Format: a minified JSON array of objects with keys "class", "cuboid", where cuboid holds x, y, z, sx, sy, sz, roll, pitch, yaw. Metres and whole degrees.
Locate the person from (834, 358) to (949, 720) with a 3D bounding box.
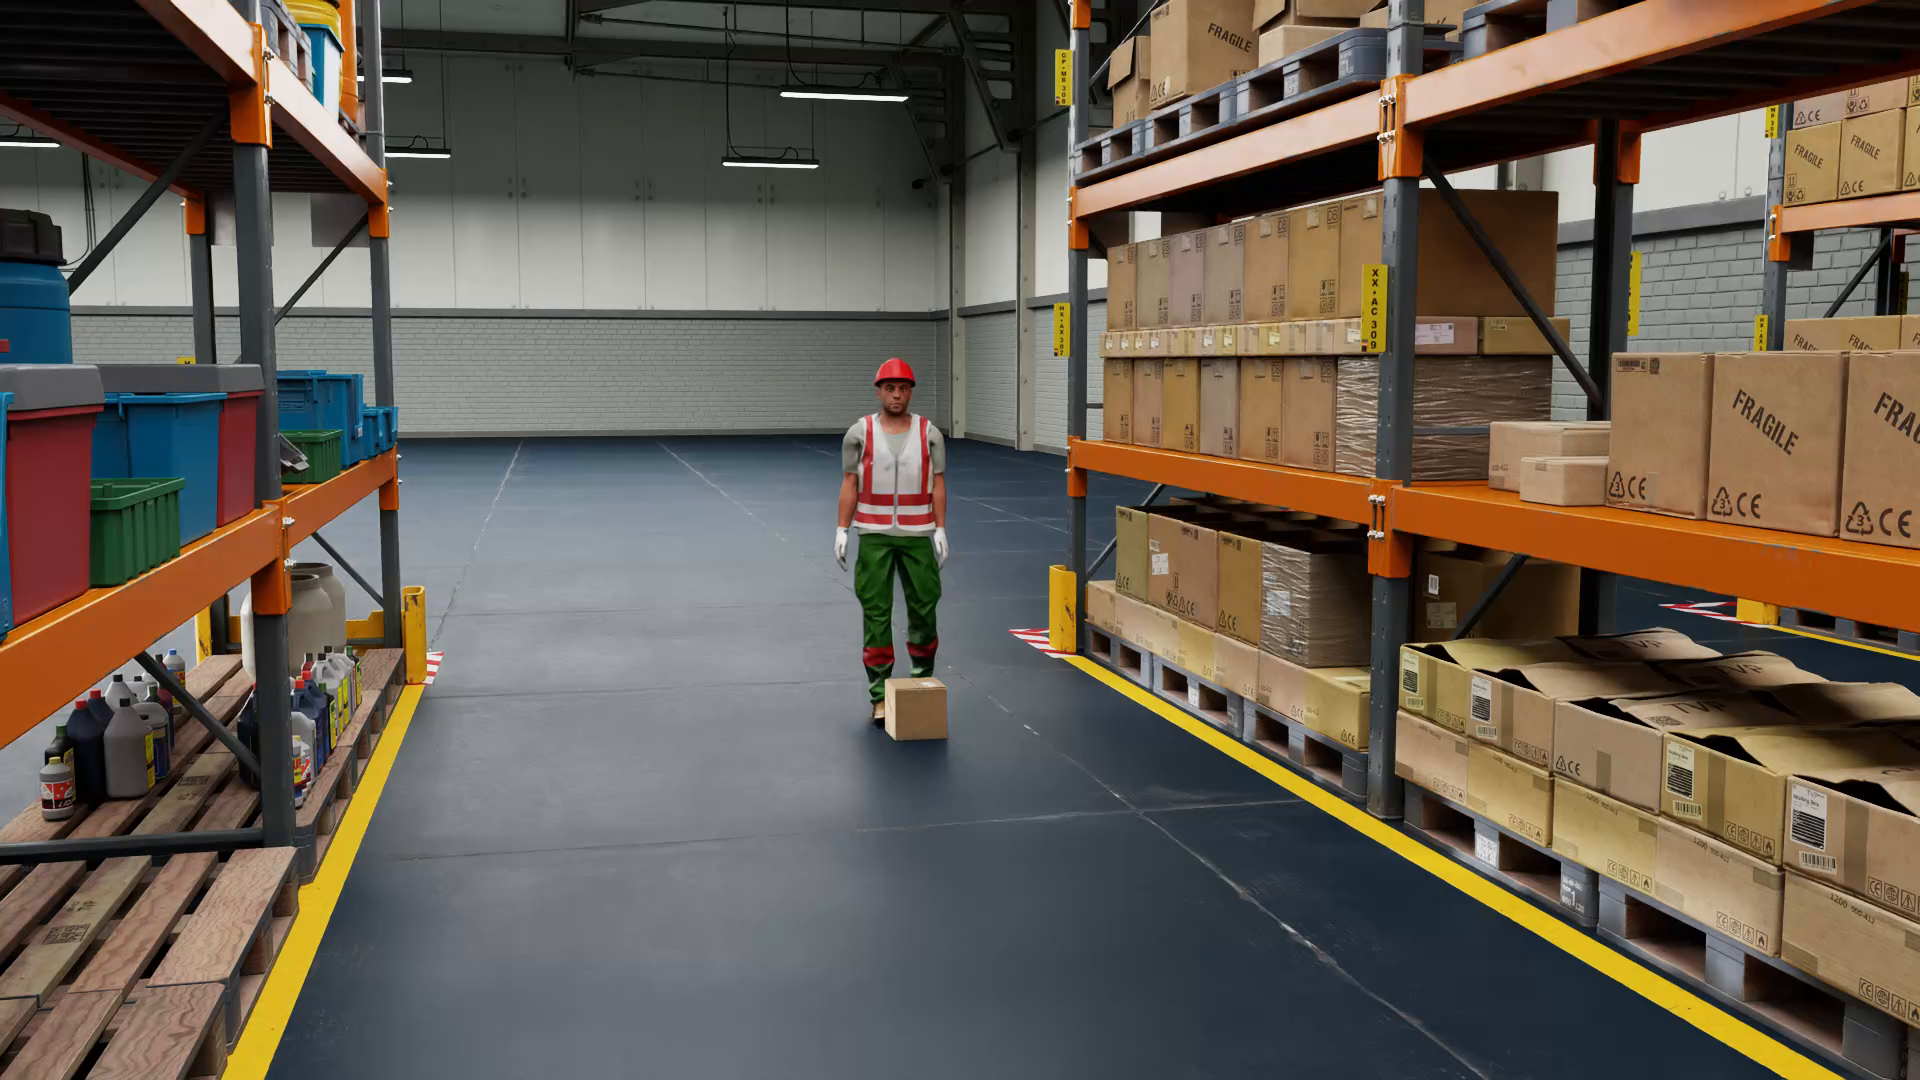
[{"class":"person","cuboid":[-0.340,-0.010,8.320,0.575,1.793,0.626,-1,6,-5]}]
